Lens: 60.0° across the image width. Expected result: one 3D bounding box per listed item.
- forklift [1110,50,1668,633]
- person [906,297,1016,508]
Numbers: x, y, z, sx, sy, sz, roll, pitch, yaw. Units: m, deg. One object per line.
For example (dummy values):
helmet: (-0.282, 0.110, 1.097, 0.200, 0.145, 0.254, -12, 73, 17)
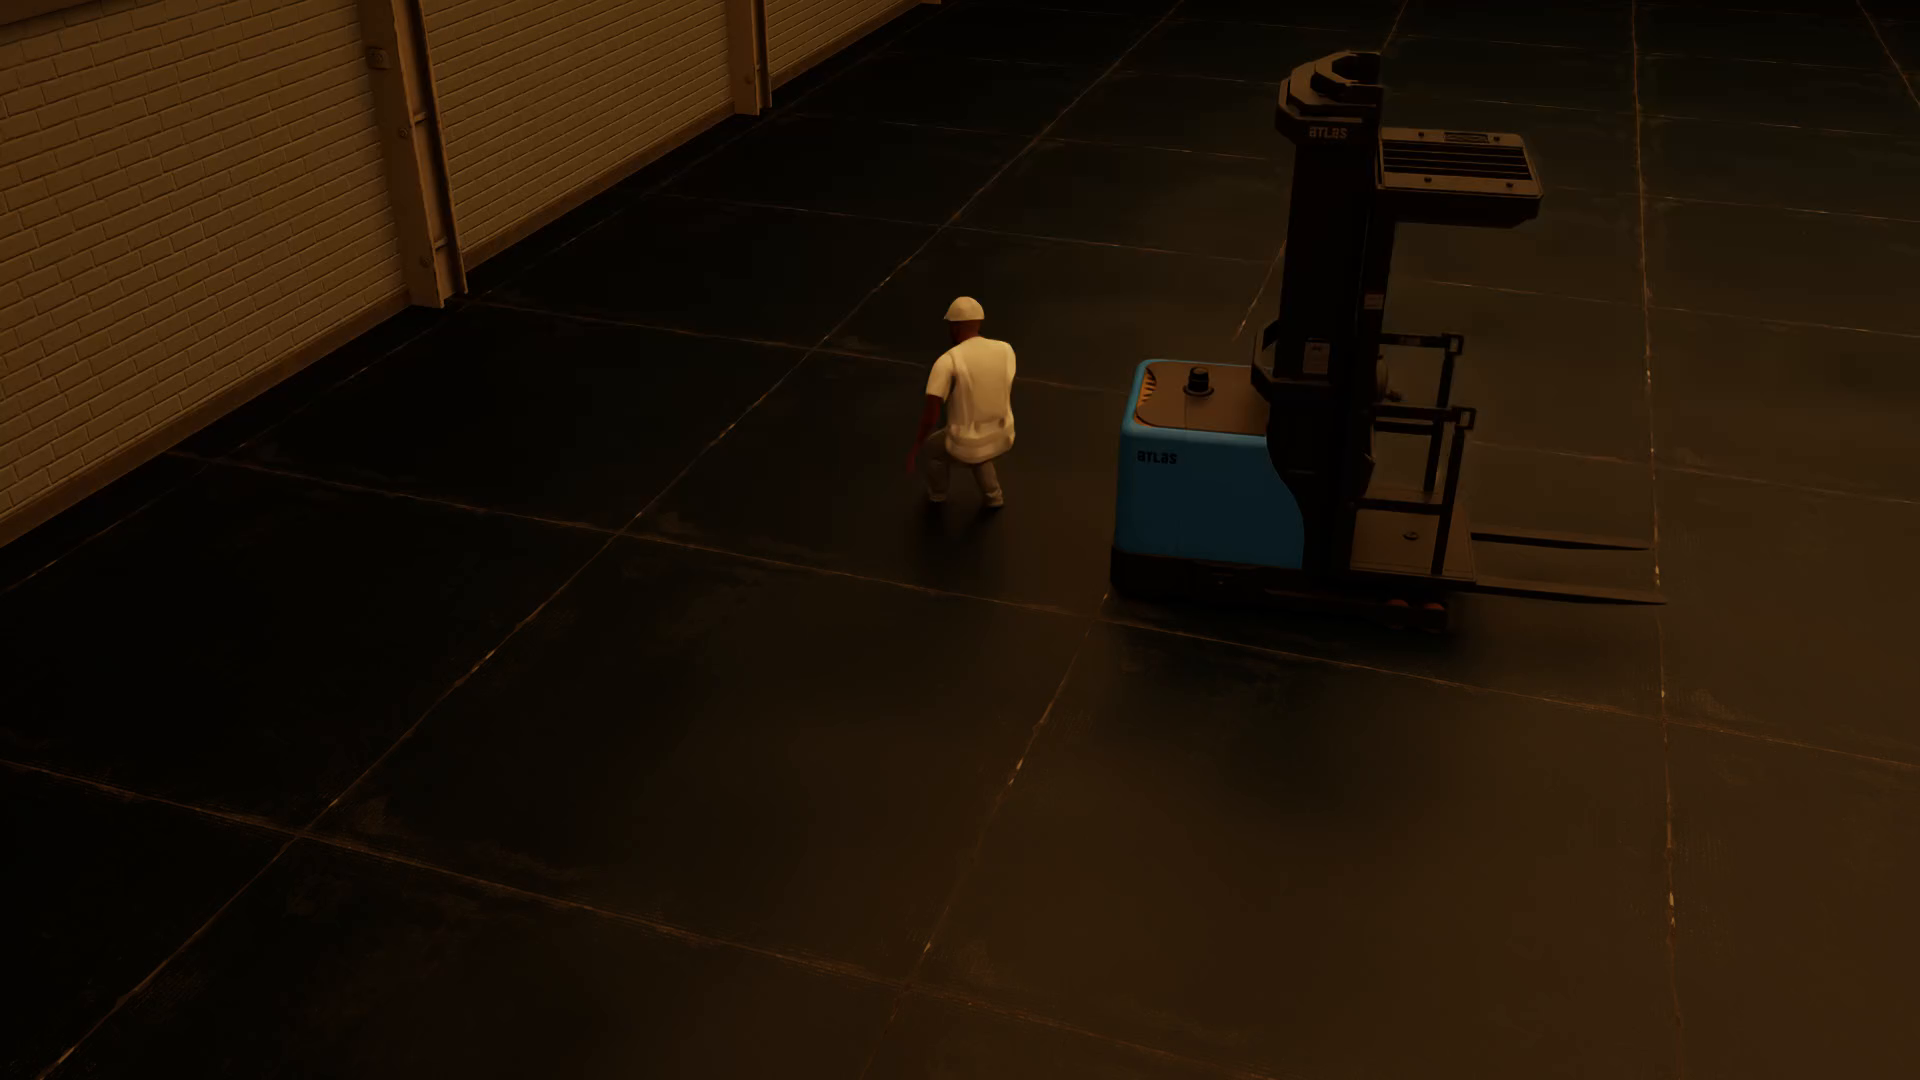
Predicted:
forklift: (2.431, -1.046, 8.971, 3.031, 2.935, 1.130, 6, 30, 10)
person: (-0.089, -0.746, 9.980, 0.944, 1.526, 0.926, -19, 35, -29)
